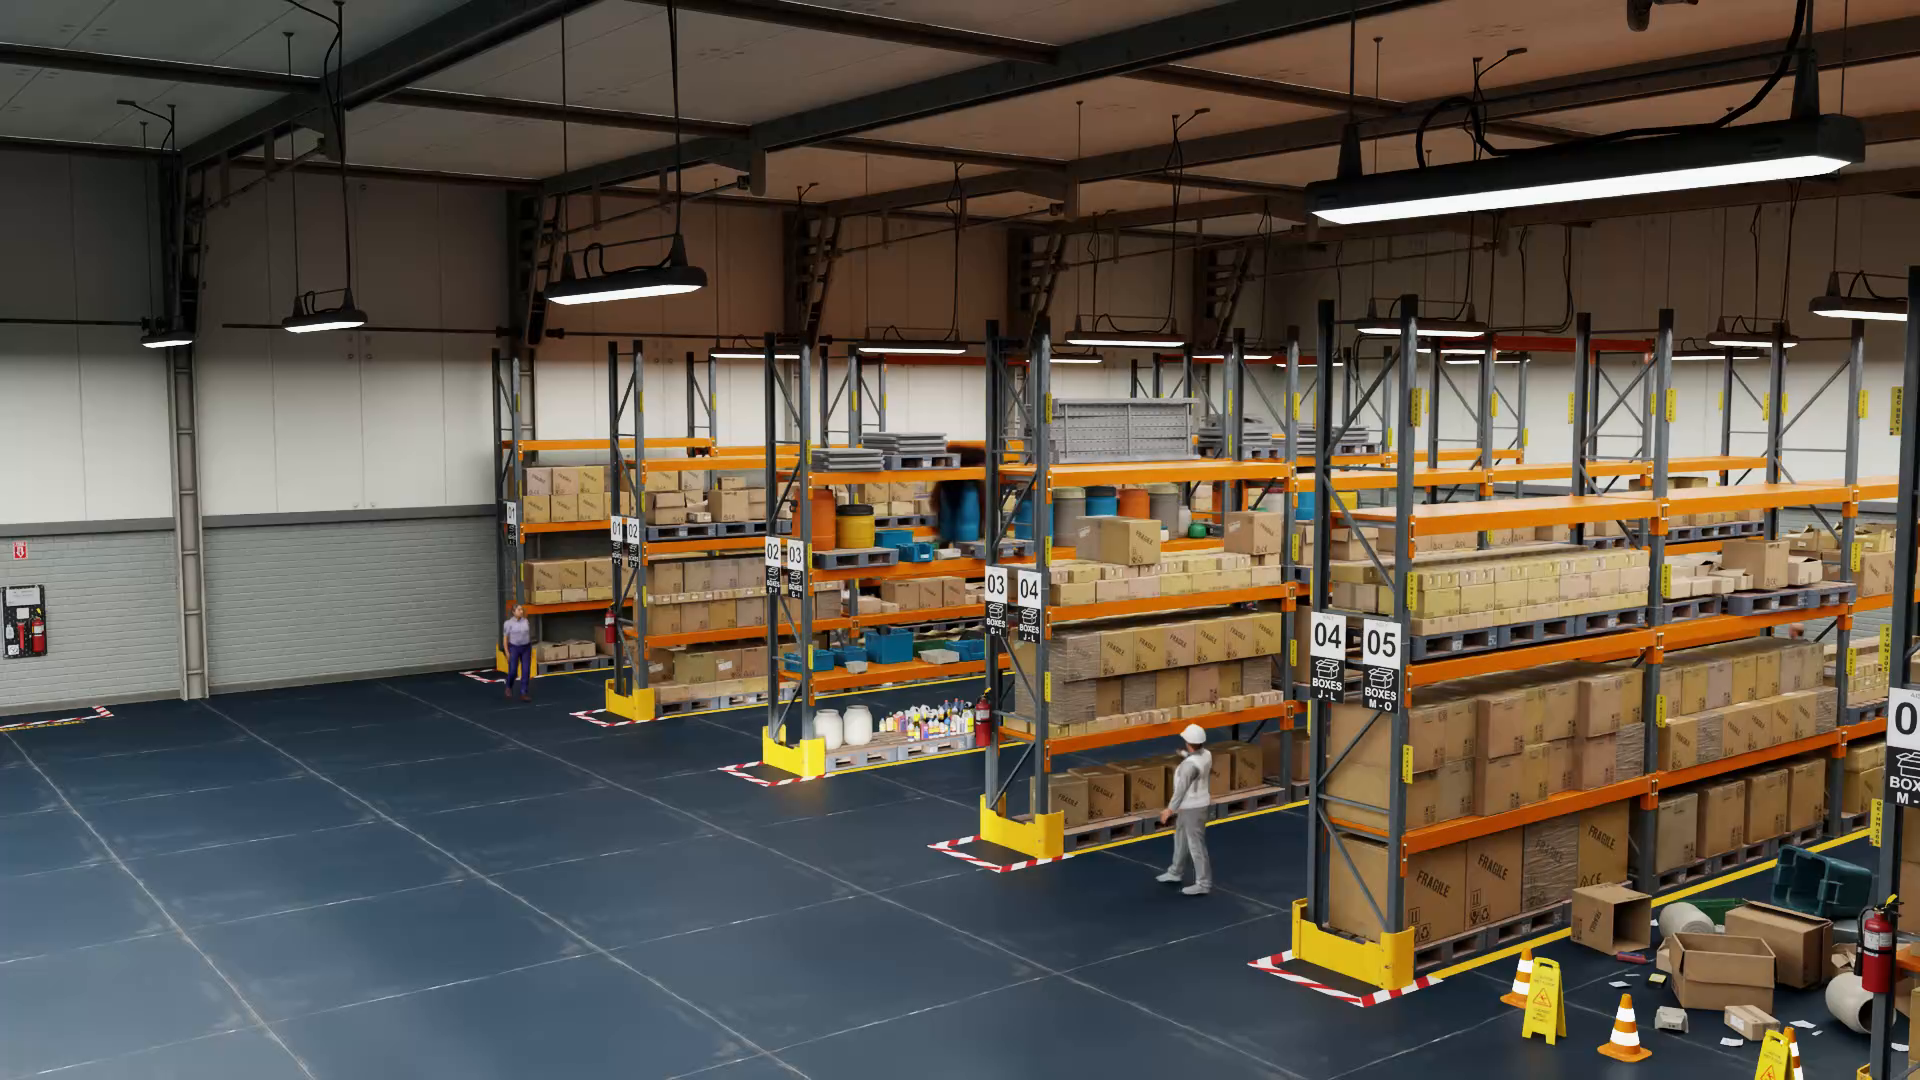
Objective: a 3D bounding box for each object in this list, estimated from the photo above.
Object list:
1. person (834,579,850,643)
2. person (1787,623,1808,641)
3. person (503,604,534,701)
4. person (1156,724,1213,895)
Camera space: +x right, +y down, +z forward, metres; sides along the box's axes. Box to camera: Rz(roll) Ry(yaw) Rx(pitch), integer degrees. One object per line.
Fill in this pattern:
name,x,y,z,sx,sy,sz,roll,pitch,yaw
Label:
person,-2.213,1.491,31.888,0.923,1.735,0.495,-4,7,-39
person,12.544,2.104,25.025,0.555,1.737,0.417,-2,5,-22
person,-7.424,1.875,27.930,0.497,1.634,0.496,-3,6,-33
person,2.339,2.772,17.310,0.601,1.776,0.632,1,5,8
